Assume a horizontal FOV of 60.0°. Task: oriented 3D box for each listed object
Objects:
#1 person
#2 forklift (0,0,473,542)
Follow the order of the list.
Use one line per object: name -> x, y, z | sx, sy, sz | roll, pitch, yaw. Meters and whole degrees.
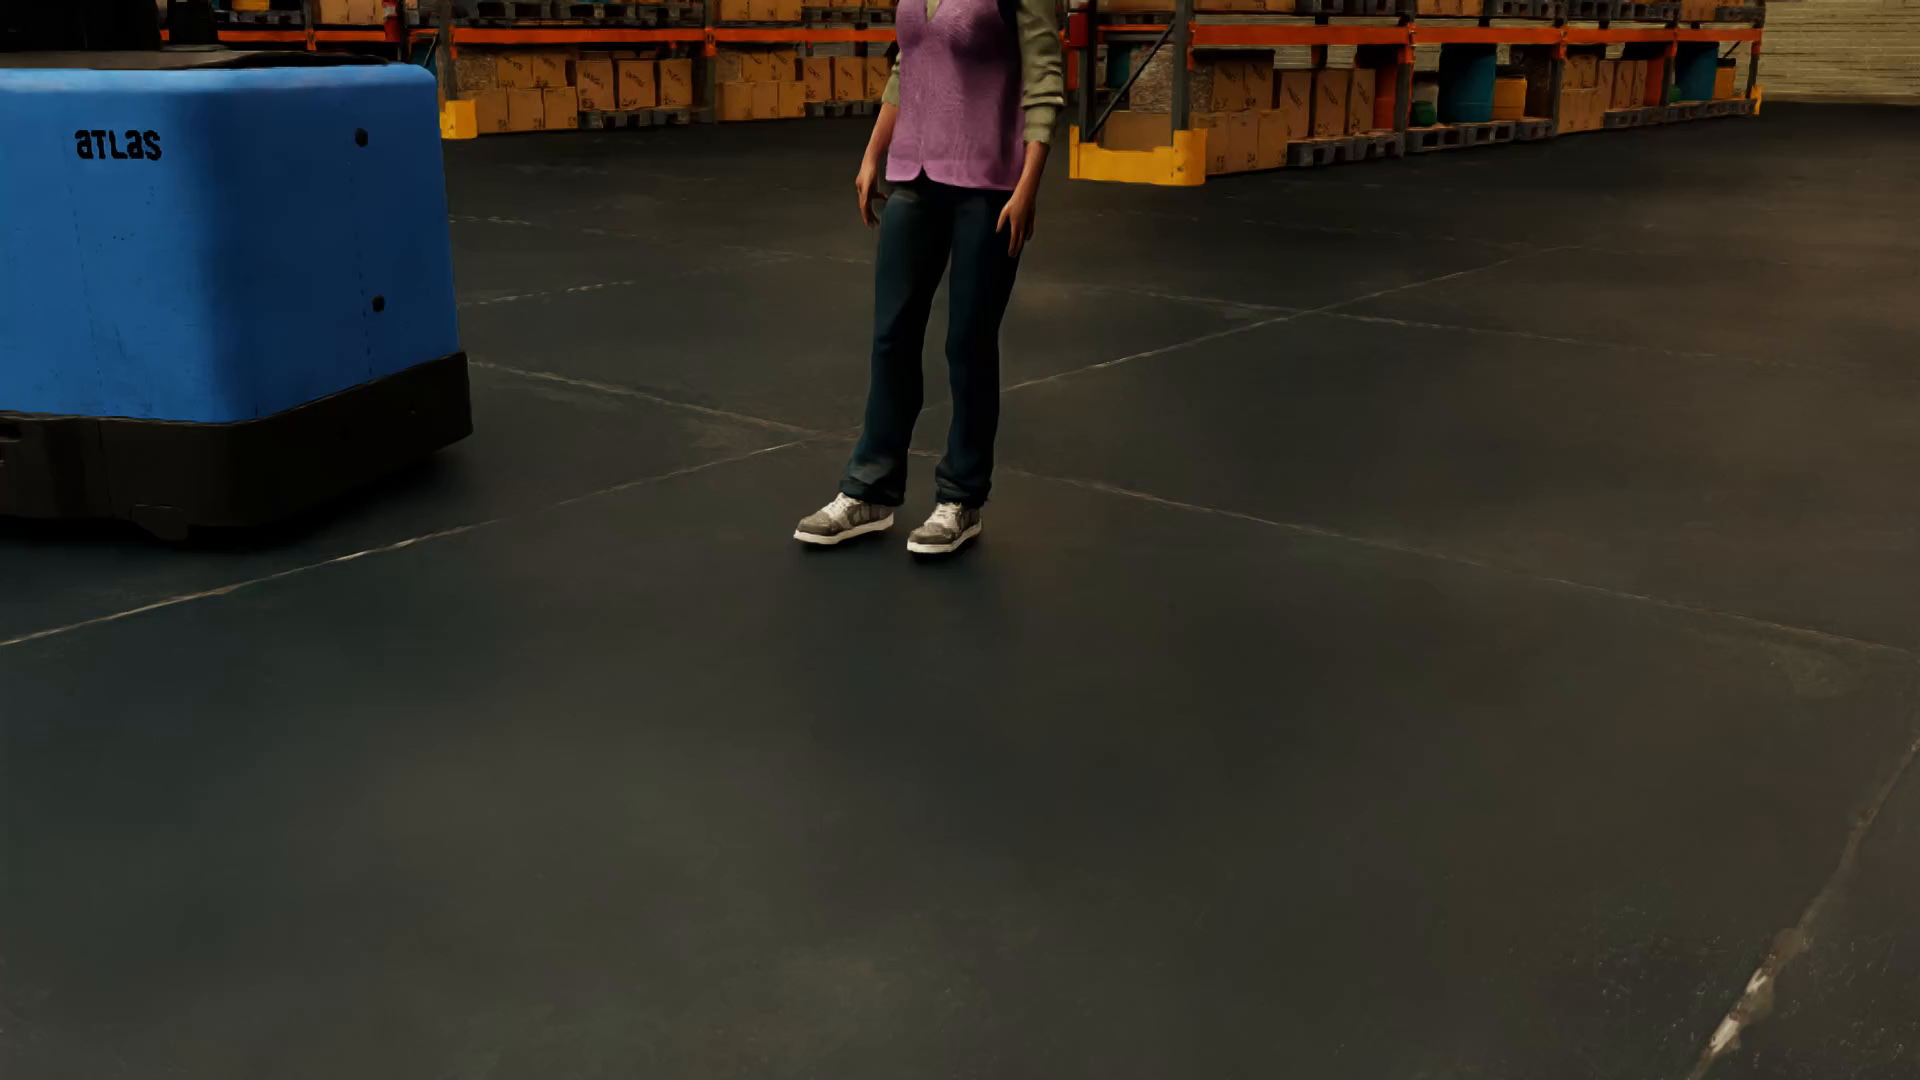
person -> -0.058, -0.757, 3.662 | 0.520, 1.597, 0.474 | 13, 21, 37
forklift -> -2.944, -1.606, 4.187 | 3.031, 2.935, 1.130 | 4, 17, 13
